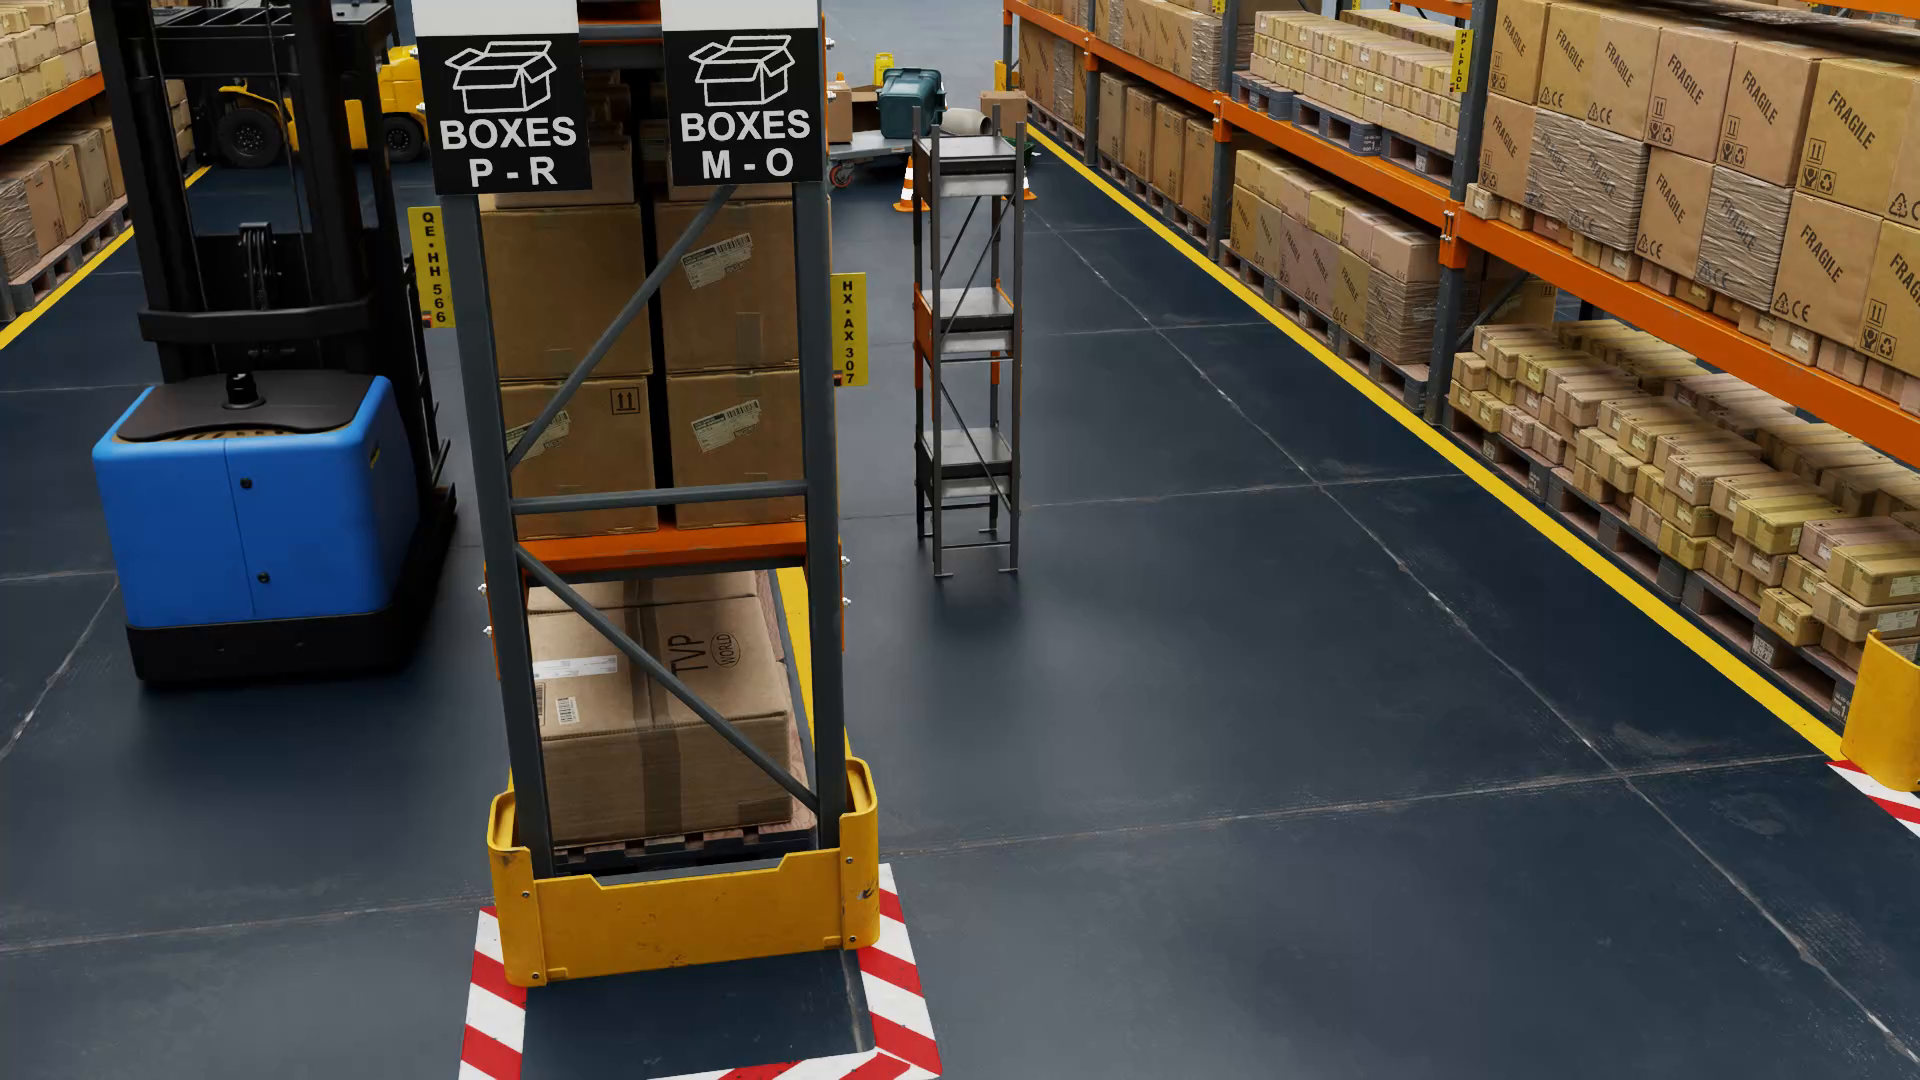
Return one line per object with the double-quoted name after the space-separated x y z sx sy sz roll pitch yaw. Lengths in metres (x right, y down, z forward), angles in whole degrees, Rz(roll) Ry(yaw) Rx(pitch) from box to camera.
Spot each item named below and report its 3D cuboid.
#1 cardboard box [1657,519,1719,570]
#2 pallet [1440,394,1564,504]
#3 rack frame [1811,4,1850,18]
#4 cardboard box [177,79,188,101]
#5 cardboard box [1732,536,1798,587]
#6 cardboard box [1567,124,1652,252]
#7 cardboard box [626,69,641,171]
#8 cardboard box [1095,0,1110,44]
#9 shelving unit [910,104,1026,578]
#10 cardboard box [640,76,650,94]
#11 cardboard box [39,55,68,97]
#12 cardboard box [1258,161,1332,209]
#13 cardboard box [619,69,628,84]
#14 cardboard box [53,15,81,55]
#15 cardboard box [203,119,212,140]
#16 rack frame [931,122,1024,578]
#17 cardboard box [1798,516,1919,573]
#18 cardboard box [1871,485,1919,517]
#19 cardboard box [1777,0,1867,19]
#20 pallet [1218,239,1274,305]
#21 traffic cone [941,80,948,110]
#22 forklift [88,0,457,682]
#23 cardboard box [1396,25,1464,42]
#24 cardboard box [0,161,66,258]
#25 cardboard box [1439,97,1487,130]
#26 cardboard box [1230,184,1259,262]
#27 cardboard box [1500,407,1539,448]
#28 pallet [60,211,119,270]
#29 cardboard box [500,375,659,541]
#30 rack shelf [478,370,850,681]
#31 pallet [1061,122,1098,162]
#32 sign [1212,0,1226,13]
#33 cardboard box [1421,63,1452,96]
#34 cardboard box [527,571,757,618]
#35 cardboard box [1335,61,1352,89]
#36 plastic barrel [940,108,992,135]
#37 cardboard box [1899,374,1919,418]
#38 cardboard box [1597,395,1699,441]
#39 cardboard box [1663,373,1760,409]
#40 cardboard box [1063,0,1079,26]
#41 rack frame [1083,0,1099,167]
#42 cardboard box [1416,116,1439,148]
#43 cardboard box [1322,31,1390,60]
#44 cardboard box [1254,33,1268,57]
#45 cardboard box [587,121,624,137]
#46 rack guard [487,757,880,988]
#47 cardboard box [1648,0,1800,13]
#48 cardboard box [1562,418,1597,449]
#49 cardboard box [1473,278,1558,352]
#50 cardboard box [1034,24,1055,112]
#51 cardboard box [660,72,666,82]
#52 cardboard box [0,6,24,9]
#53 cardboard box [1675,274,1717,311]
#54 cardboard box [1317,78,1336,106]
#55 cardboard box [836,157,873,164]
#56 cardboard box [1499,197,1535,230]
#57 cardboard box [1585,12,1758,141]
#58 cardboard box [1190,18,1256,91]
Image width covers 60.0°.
3.408 0.004 7.530 0.380 0.149 0.250 -5 24 -12 "cardboard box"
3.409 -0.556 9.260 1.003 0.211 1.213 -4 24 -10 "pallet"
7.403 -3.997 13.653 1.000 3.000 0.127 -4 24 -10 "rack frame"
-7.922 -4.468 16.395 0.500 0.250 0.500 -3 24 -8 "cardboard box"
3.513 0.064 7.020 0.380 0.149 0.250 -5 24 -12 "cardboard box"
3.250 -1.670 7.829 0.500 0.500 0.500 -5 24 -11 "cardboard box"
-1.659 -1.789 7.225 0.500 0.500 0.500 -5 24 -10 "cardboard box"
1.603 -5.062 15.967 0.500 0.500 0.500 -4 24 -9 "cardboard box"
0.031 -0.897 7.681 0.431 2.100 0.503 -4 24 -10 "shelving unit"
-1.049 -1.629 6.858 0.500 0.500 0.500 -4 24 -9 "cardboard box"
-7.340 -3.623 12.984 0.500 0.250 0.500 -4 24 -8 "cardboard box"
2.493 -2.571 12.051 0.500 0.250 0.500 -5 24 -10 "cardboard box"
-1.508 -1.849 6.551 0.380 0.149 0.250 -4 24 -10 "cardboard box"
-7.420 -4.051 13.339 0.500 0.250 0.500 -4 24 -9 "cardboard box"
-8.011 -4.216 17.065 0.500 0.250 0.500 -4 24 -8 "cardboard box"
0.076 -0.801 7.461 0.400 2.100 0.015 -4 24 -10 "rack frame"
3.652 0.026 6.736 0.380 0.149 0.250 -4 24 -9 "cardboard box"
4.136 -0.121 7.072 0.380 0.149 0.250 -4 24 -10 "cardboard box"
7.264 -4.444 14.029 0.500 0.500 0.500 -7 25 -16 "cardboard box"
2.653 -2.084 12.758 1.003 0.211 1.213 -4 24 -10 "pallet"
-0.267 -5.339 19.897 0.336 0.463 0.334 -4 24 -10 "traffic cone"
-3.091 -1.326 7.625 1.130 2.935 3.031 -4 24 -9 "forklift"
3.236 -3.458 11.467 0.380 0.149 0.250 -4 24 -10 "cardboard box"
-7.444 -2.501 12.672 0.875 0.625 0.625 -4 24 -8 "cardboard box"
2.982 -2.451 9.533 0.380 0.149 0.250 -4 24 -8 "cardboard box"
2.390 -2.419 12.640 0.500 0.500 0.500 -5 24 -12 "cardboard box"
3.147 -0.616 8.951 0.380 0.149 0.250 -4 24 -10 "cardboard box"
-7.549 -2.422 13.532 1.003 0.211 1.213 -4 24 -10 "pallet"
-1.206 -0.332 5.138 0.500 0.500 0.500 -4 24 -9 "cardboard box"
-1.227 -0.573 6.714 1.077 0.370 4.000 -4 24 -10 "rack shelf"
1.707 -4.270 17.762 1.003 0.211 1.213 -4 24 -10 "pallet"
1.965 -4.157 12.575 0.100 0.325 0.005 -4 24 -10 "sign"
2.933 -2.695 9.719 0.380 0.149 0.250 -5 24 -11 "cardboard box"
-1.254 0.254 6.598 0.875 0.438 0.875 -4 24 -8 "cardboard box"
2.695 -3.066 10.939 0.380 0.149 0.250 -3 24 -8 "cardboard box"
0.053 -4.395 17.783 0.512 0.421 0.421 13 27 27 "plastic barrel"
3.651 -0.515 5.995 0.380 0.149 0.250 -4 24 -10 "cardboard box"
3.367 -0.587 8.140 0.380 0.149 0.250 -5 24 -12 "cardboard box"
3.823 -0.731 8.471 0.380 0.149 0.250 -5 24 -12 "cardboard box"
1.566 -5.670 17.298 0.875 0.550 0.550 -4 24 -10 "cardboard box"
1.770 -5.243 16.506 1.000 3.000 0.127 -4 24 -10 "rack frame"
2.933 -2.417 9.825 0.380 0.149 0.250 -4 24 -9 "cardboard box"
2.650 -3.306 11.118 0.380 0.149 0.250 -4 24 -8 "cardboard box"
2.402 -3.678 12.341 0.380 0.149 0.250 -3 24 -7 "cardboard box"
-1.190 -1.142 4.933 0.380 0.149 0.250 -4 24 -9 "cardboard box"
-0.852 1.038 5.248 1.175 0.500 0.348 -4 24 -10 "rack guard"
3.703 -2.368 8.179 0.500 0.500 0.500 -5 24 -11 "cardboard box"
3.292 -0.550 8.426 0.380 0.149 0.250 -3 24 -7 "cardboard box"
3.374 -1.453 10.428 0.500 0.500 0.500 -3 24 -8 "cardboard box"
1.386 -5.427 19.058 0.875 0.875 0.875 -5 24 -11 "cardboard box"
-0.876 -1.589 5.956 0.380 0.149 0.250 -4 24 -9 "cardboard box"
-7.375 -3.987 12.695 0.380 0.149 0.250 -4 24 -10 "cardboard box"
3.434 -1.131 7.406 0.380 0.149 0.250 -4 24 -9 "cardboard box"
2.641 -3.034 11.239 0.380 0.149 0.250 -4 24 -9 "cardboard box"
-1.117 -4.063 17.221 0.396 0.266 0.258 18 29 36 "cardboard box"
3.101 -1.749 8.821 0.380 0.149 0.250 -4 24 -8 "cardboard box"
3.267 -2.137 7.651 0.500 0.500 0.500 -4 24 -9 "cardboard box"
2.163 -3.872 13.244 0.500 0.500 0.500 -4 24 -10 "cardboard box"
